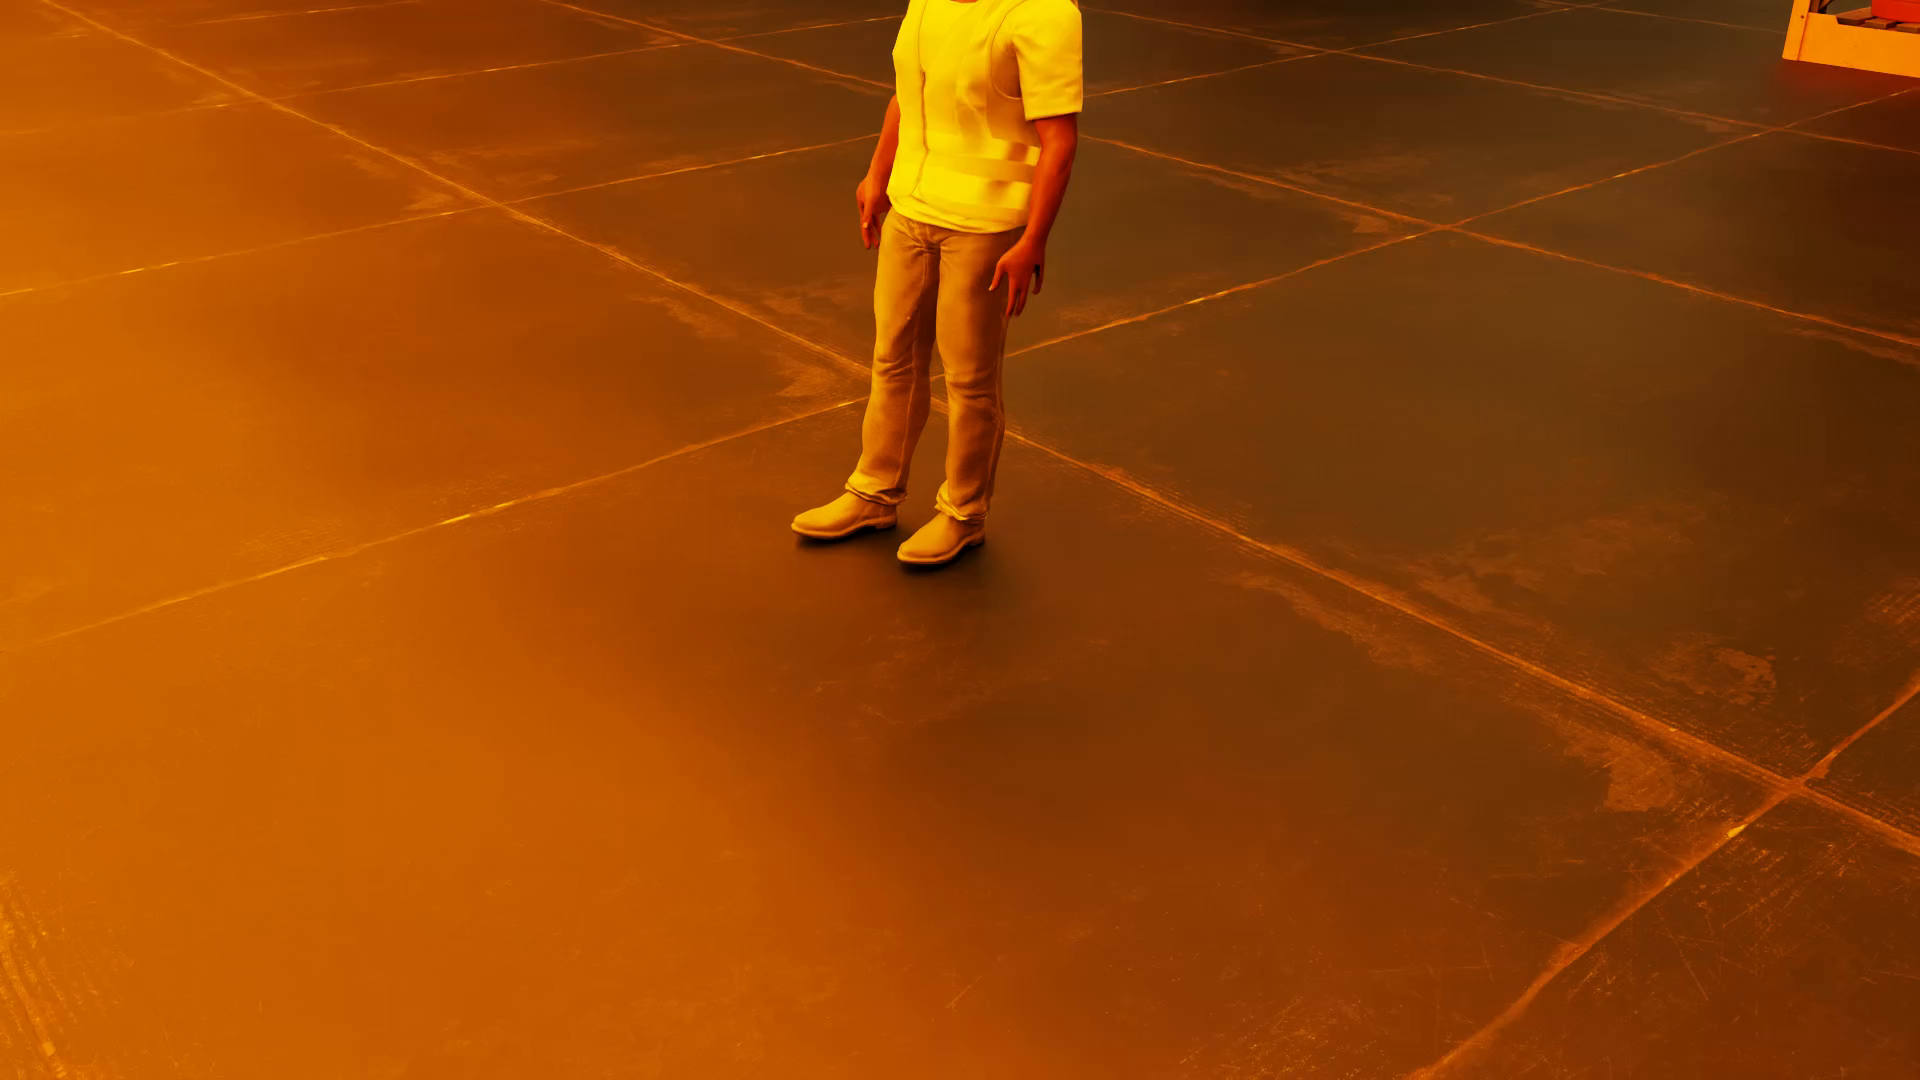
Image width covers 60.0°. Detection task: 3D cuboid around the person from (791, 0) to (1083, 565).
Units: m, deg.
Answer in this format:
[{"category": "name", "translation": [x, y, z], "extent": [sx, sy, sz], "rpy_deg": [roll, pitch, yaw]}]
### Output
[{"category": "person", "translation": [-0.057, -0.780, 4.069], "extent": [0.575, 1.768, 0.665], "rpy_deg": [-20, 33, -35]}]
